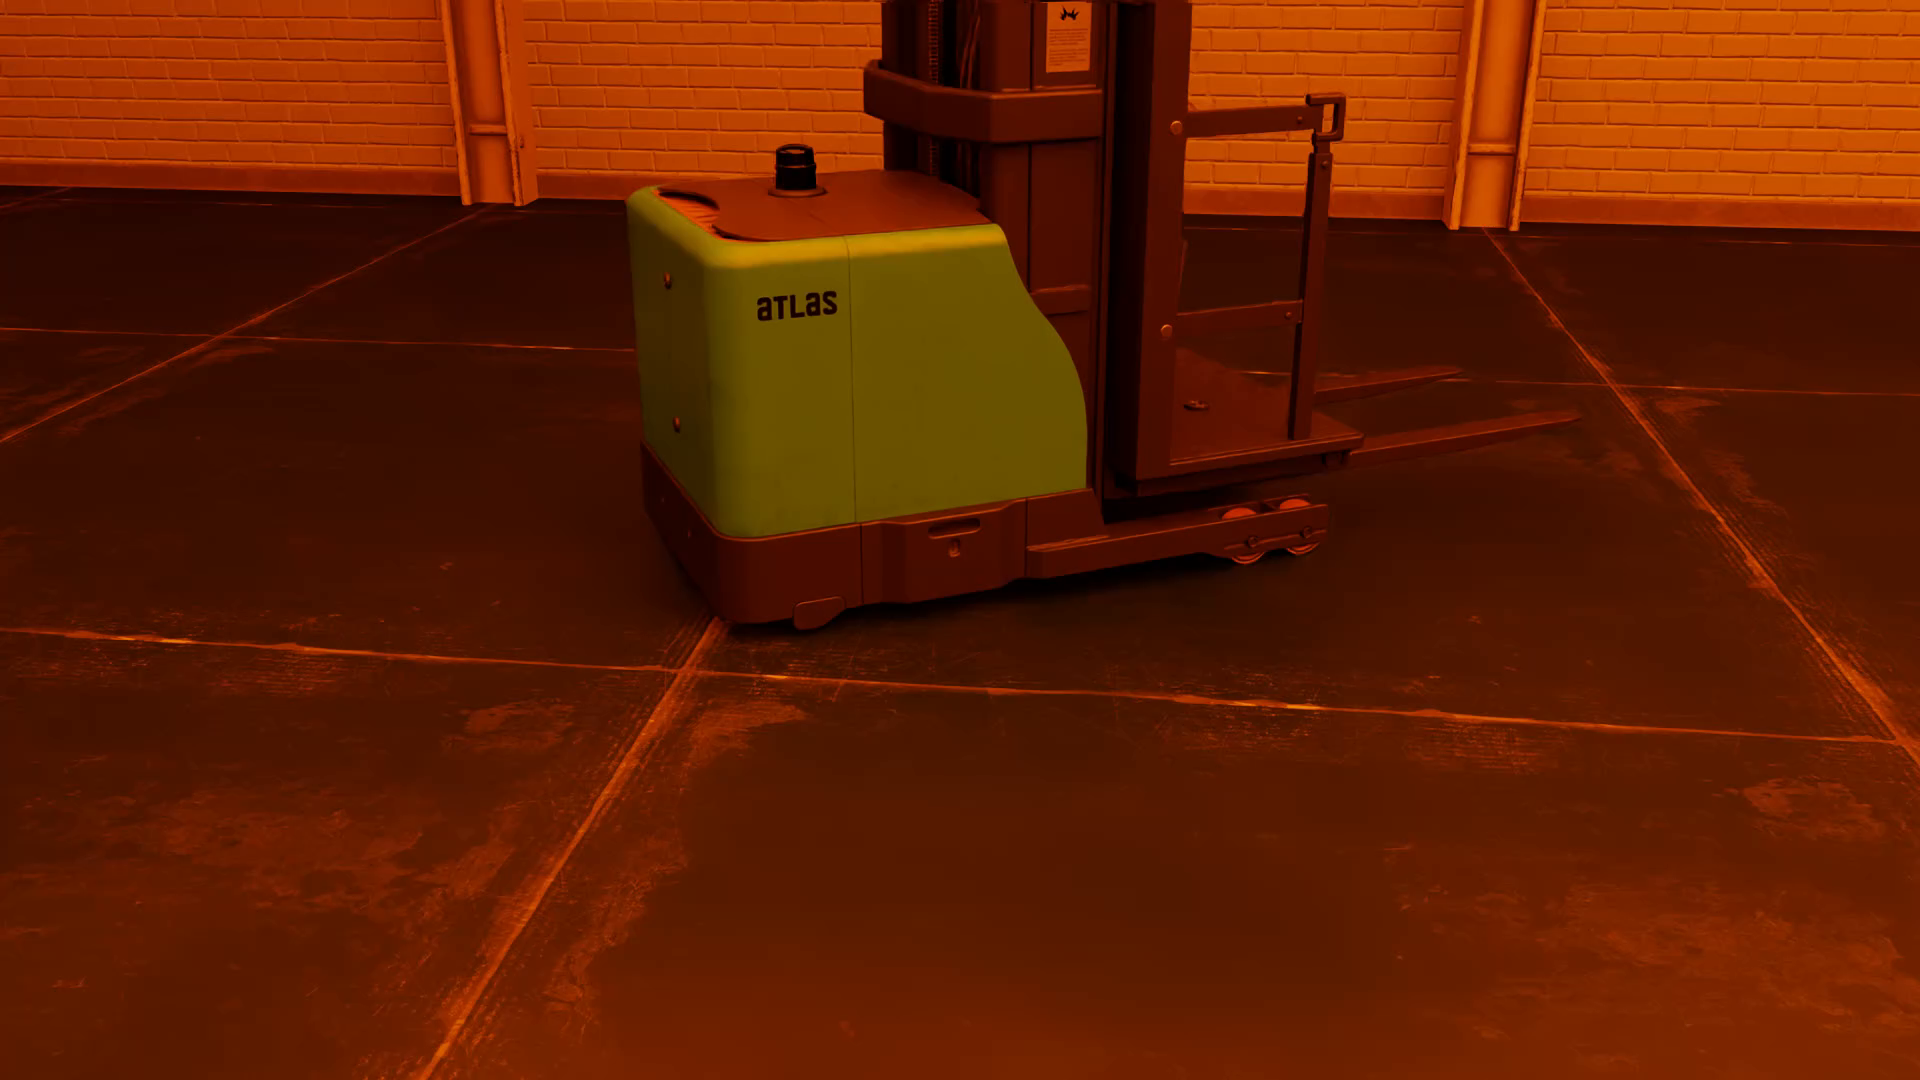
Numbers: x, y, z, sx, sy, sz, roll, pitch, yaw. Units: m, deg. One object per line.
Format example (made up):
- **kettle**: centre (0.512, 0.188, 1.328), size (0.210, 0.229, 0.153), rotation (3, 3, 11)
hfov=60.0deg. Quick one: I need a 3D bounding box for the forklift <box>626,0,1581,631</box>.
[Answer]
- **forklift**: centre (0.573, -1.459, 4.877), size (3.031, 2.935, 1.130), rotation (-9, 24, -21)
